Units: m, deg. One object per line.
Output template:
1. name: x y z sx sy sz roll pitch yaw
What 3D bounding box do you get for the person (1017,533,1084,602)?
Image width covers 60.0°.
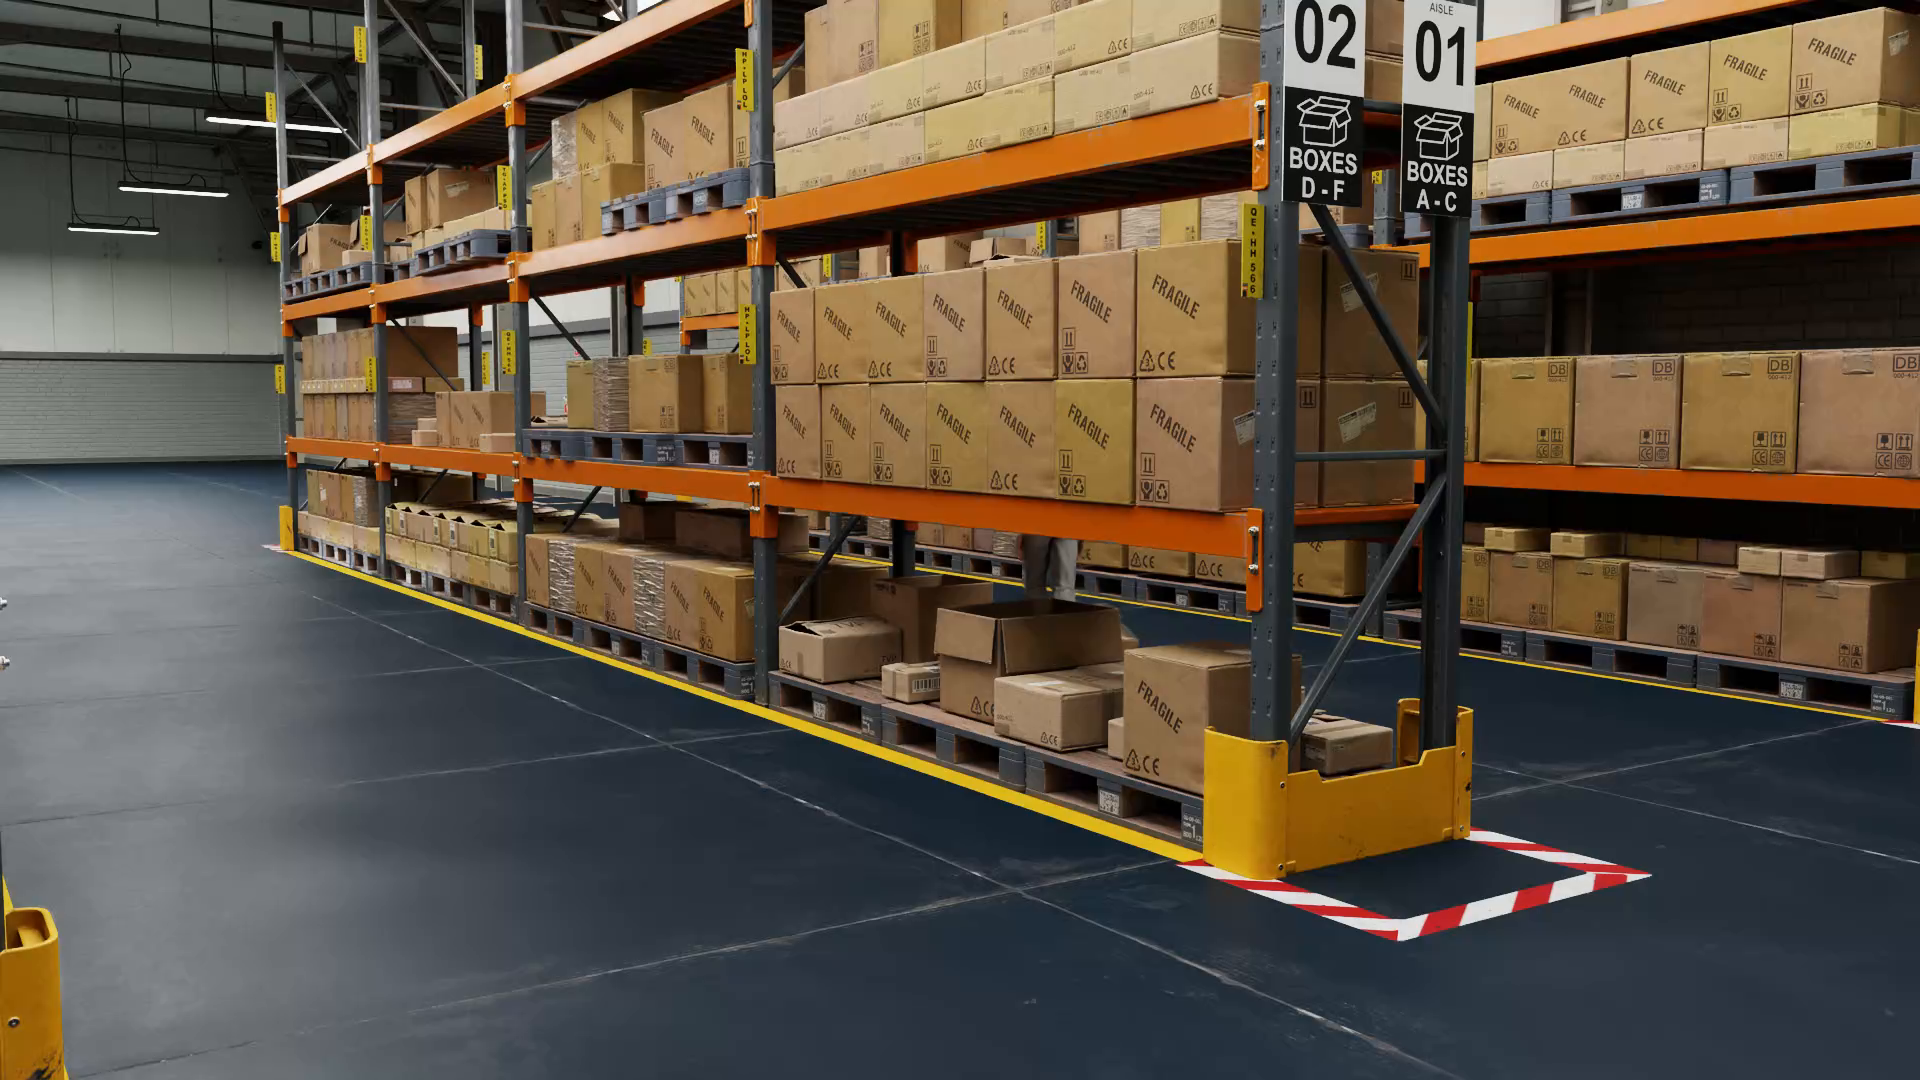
1. person: 0.592 -0.016 10.781 0.484 1.664 0.568 0 5 3
